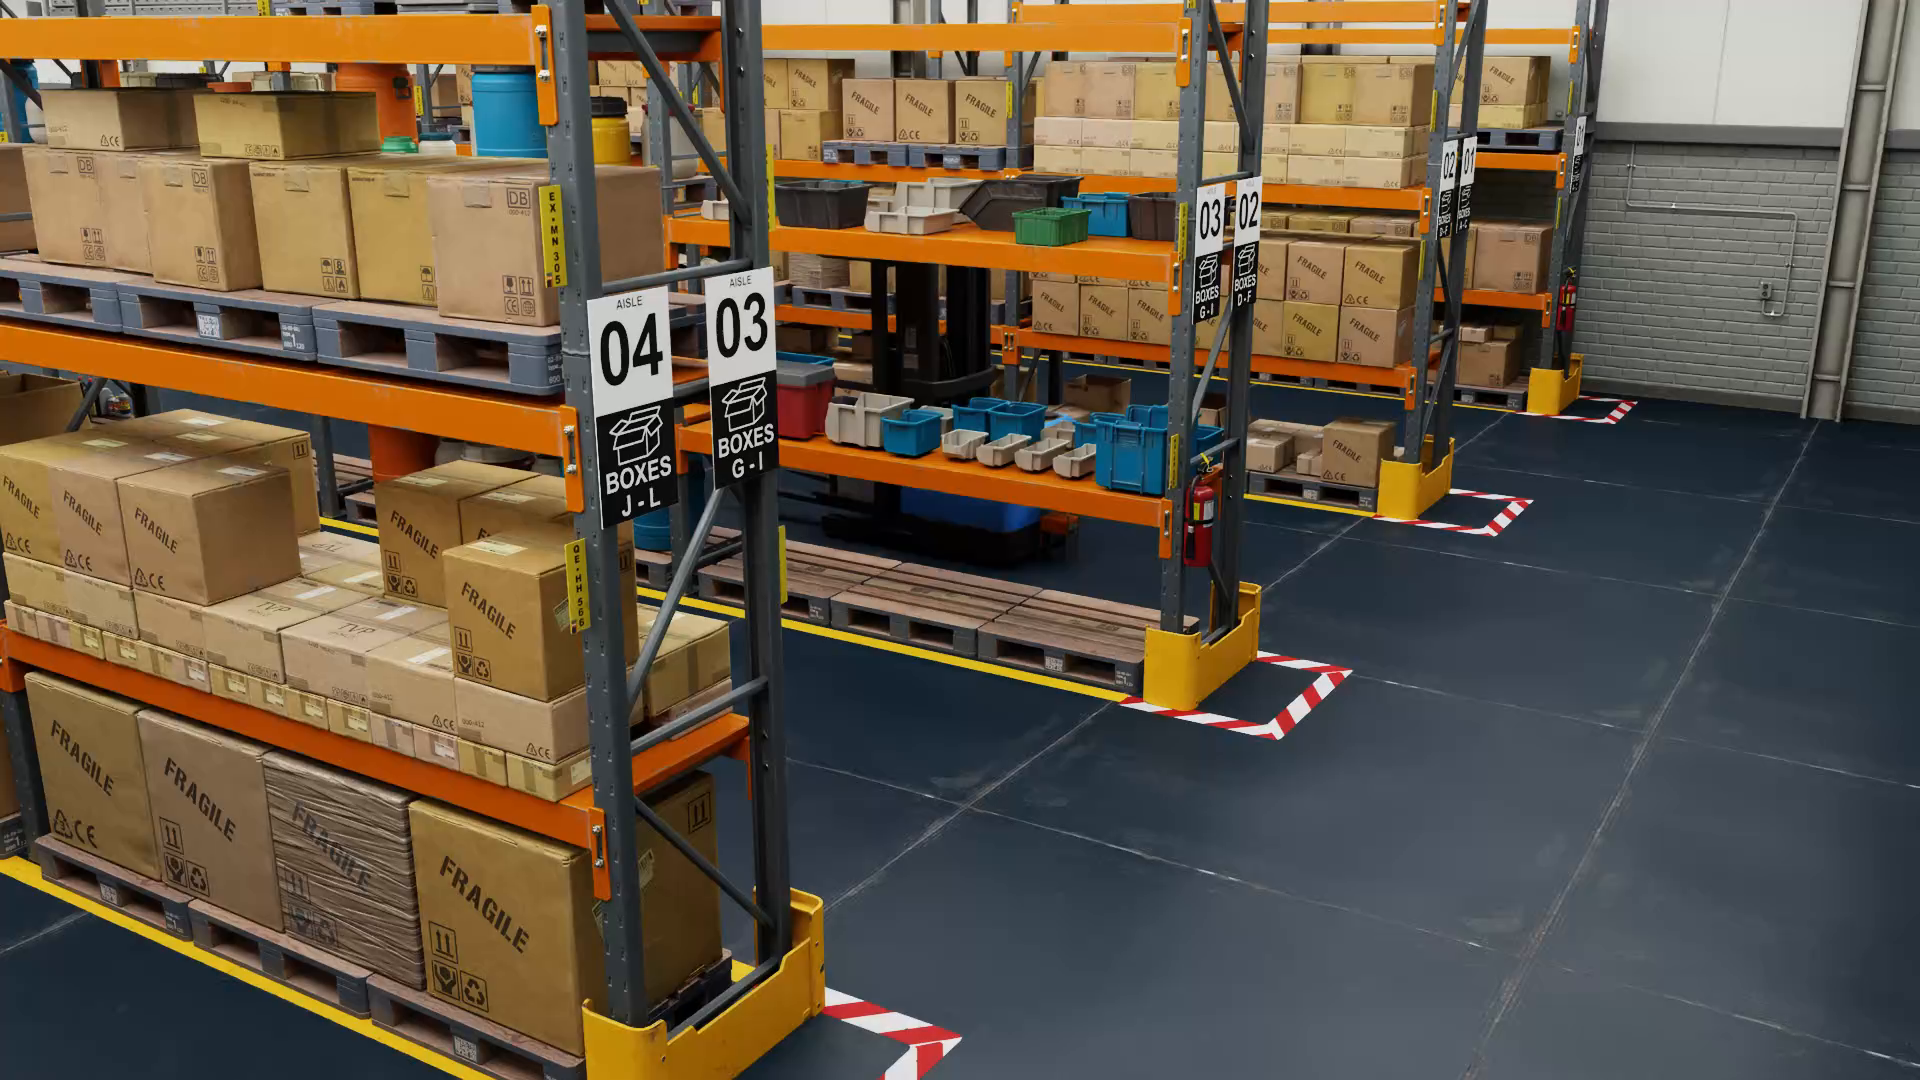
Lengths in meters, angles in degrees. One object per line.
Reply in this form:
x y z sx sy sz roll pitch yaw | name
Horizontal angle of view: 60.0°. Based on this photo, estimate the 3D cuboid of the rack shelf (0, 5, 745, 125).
-2.736 -1.943 6.721 4.000 0.370 1.077 10 20 30 | rack shelf

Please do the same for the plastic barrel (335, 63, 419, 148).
-4.775 -3.502 13.627 0.708 0.830 0.600 10 20 30 | plastic barrel

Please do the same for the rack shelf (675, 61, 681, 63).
-4.366 -5.613 18.802 4.000 0.370 1.077 10 20 30 | rack shelf

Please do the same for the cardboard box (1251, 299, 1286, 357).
2.765 -1.961 15.003 0.500 0.500 0.500 10 20 30 | cardboard box

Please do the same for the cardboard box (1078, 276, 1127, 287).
1.441 -2.672 15.624 0.500 0.500 0.500 9 19 28 | cardboard box

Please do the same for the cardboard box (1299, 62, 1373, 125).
3.327 -3.889 14.471 0.500 0.500 0.700 10 20 30 | cardboard box

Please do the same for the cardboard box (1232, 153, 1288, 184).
2.726 -3.285 14.631 0.500 0.250 0.500 10 20 30 | cardboard box

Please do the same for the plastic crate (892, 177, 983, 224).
-0.167 -2.323 11.410 0.530 0.282 0.437 10 20 30 | plastic crate

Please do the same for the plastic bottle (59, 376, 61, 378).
-9.659 -1.618 17.847 0.185 0.351 0.144 10 20 30 | plastic bottle

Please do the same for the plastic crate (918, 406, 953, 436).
-0.207 -0.851 11.873 0.466 0.136 0.293 10 20 30 | plastic crate

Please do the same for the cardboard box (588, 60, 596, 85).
-5.845 -7.106 25.027 0.500 0.500 0.500 11 20 32 | cardboard box

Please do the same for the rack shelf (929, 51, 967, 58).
-1.777 -6.840 22.843 4.000 0.370 1.077 10 20 30 | rack shelf

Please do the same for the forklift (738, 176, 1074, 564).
-0.556 -1.528 13.867 3.031 2.935 1.130 12 20 33 | forklift

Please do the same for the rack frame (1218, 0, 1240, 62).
3.336 -6.463 19.676 0.127 3.000 1.000 10 20 30 | rack frame

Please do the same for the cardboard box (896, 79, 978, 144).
-0.225 -4.288 16.609 0.600 0.600 0.600 10 19 29 | cardboard box

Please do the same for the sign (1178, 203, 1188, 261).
1.286 -1.777 9.590 0.005 0.325 0.100 10 20 30 | sign

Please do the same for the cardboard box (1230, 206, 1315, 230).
3.790 -3.650 20.219 0.700 0.700 0.980 10 20 31 | cardboard box

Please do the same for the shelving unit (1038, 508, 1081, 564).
0.810 -0.354 13.220 0.252 1.050 0.215 14 21 30 | shelving unit

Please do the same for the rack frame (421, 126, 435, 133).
-6.070 -3.582 20.513 0.127 3.000 1.000 10 20 30 | rack frame

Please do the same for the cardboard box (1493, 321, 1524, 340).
6.307 -2.412 19.122 0.250 0.149 0.380 10 20 30 | cardboard box

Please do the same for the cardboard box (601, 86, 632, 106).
-4.957 -6.473 24.662 0.500 0.500 0.500 9 19 28 | cardboard box

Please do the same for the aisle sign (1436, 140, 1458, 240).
4.053 -2.914 13.842 0.004 0.787 0.394 10 20 30 | aisle sign

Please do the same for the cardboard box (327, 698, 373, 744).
-2.379 0.689 6.885 0.250 0.149 0.380 10 19 29 | cardboard box

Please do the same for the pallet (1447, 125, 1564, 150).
6.107 -4.487 18.484 1.213 0.211 1.003 10 20 30 | pallet

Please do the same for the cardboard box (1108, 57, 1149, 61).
2.177 -5.892 20.736 0.500 0.250 0.500 9 19 28 | cardboard box

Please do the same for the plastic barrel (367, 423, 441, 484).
-4.831 -0.840 14.496 0.708 0.830 0.600 10 20 30 | plastic barrel

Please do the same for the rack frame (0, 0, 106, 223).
-4.441 -2.783 7.560 0.127 3.000 1.000 10 20 30 | rack frame

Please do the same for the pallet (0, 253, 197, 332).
-3.749 -1.178 7.590 1.213 0.211 1.003 10 20 30 | pallet

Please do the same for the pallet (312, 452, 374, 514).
-5.897 -0.541 15.298 1.213 0.211 1.003 10 20 30 | pallet

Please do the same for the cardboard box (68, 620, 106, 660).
-3.914 0.415 7.786 0.250 0.149 0.380 11 20 32 | cardboard box

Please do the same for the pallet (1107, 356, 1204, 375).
2.639 -2.357 21.278 1.213 0.211 1.003 10 20 30 | pallet

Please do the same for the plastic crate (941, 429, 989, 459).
0.019 -0.637 11.167 0.250 0.136 0.298 10 20 30 | plastic crate

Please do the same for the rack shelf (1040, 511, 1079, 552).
0.799 -0.080 13.311 0.240 0.259 0.215 14 21 30 | rack shelf

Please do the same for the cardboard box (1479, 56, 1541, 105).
5.978 -4.999 18.090 0.500 0.500 0.500 10 20 30 | cardboard box

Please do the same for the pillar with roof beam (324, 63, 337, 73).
-13.206 -8.243 25.534 0.400 9.000 9.100 10 20 30 | pillar with roof beam

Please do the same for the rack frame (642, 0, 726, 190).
-1.849 -4.009 11.598 0.127 3.000 1.000 10 20 30 | rack frame

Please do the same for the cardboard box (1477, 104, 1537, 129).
5.982 -4.642 18.205 0.500 0.250 0.500 11 20 32 | cardboard box

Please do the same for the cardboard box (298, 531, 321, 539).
-3.485 0.097 8.146 0.500 0.250 0.500 11 20 32 | cardboard box

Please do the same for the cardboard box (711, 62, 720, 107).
-2.293 -4.867 17.690 0.500 0.500 0.500 10 20 30 | cardboard box

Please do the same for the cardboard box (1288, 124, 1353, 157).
3.158 -3.450 14.316 0.500 0.250 0.500 10 20 30 | cardboard box

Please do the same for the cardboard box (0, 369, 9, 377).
-5.568 -0.643 8.938 0.637 0.503 0.797 10 20 31 | cardboard box

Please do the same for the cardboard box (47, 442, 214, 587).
-3.751 -0.129 7.600 0.500 0.500 0.500 10 20 30 | cardboard box

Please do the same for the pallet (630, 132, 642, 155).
-3.287 -4.400 18.368 1.003 0.211 1.213 11 20 33 | pallet

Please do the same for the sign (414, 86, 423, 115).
-6.359 -5.165 19.537 0.005 0.325 0.100 10 20 30 | sign

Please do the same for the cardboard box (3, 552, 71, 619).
-4.177 0.153 7.961 0.500 0.250 0.500 10 19 29 | cardboard box

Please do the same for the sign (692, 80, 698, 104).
-3.758 -6.357 23.596 0.005 0.325 0.100 10 20 30 | sign

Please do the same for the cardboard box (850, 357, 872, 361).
-0.851 -1.747 18.015 0.500 0.500 0.500 9 19 28 | cardboard box

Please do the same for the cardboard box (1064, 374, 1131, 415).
1.381 -1.363 16.752 0.500 0.500 0.500 10 20 30 | cardboard box

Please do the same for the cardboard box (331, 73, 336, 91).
-7.407 -5.616 20.908 0.637 0.503 0.797 13 21 36 | cardboard box

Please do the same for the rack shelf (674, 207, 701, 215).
-3.553 -2.534 13.140 4.000 0.370 1.077 10 20 30 | rack shelf

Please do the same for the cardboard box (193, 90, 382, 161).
-2.748 -1.704 6.813 0.500 0.250 0.500 9 19 28 | cardboard box

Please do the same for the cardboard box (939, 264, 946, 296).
-0.159 -2.830 17.143 0.500 0.500 0.700 14 22 39 | cardboard box

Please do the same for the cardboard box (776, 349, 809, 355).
-1.974 -1.770 18.091 0.500 0.500 0.500 9 19 28 | cardboard box

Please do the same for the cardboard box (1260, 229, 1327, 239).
3.042 -2.571 15.291 0.500 0.500 0.500 10 20 31 | cardboard box

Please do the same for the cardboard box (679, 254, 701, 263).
-3.322 -3.115 19.128 0.500 0.311 0.500 10 19 29 | cardboard box

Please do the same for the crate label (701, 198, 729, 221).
-1.583 -2.302 11.592 0.466 0.136 0.293 10 20 30 | crate label

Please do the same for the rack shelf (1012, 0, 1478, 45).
2.451 -4.586 14.738 4.000 0.370 1.077 10 20 30 | rack shelf

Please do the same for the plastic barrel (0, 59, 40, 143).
-9.458 -4.410 16.492 0.708 0.901 0.600 10 20 30 | plastic barrel

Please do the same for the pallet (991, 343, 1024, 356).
0.560 -2.728 22.500 1.213 0.211 1.003 10 20 30 | pallet
